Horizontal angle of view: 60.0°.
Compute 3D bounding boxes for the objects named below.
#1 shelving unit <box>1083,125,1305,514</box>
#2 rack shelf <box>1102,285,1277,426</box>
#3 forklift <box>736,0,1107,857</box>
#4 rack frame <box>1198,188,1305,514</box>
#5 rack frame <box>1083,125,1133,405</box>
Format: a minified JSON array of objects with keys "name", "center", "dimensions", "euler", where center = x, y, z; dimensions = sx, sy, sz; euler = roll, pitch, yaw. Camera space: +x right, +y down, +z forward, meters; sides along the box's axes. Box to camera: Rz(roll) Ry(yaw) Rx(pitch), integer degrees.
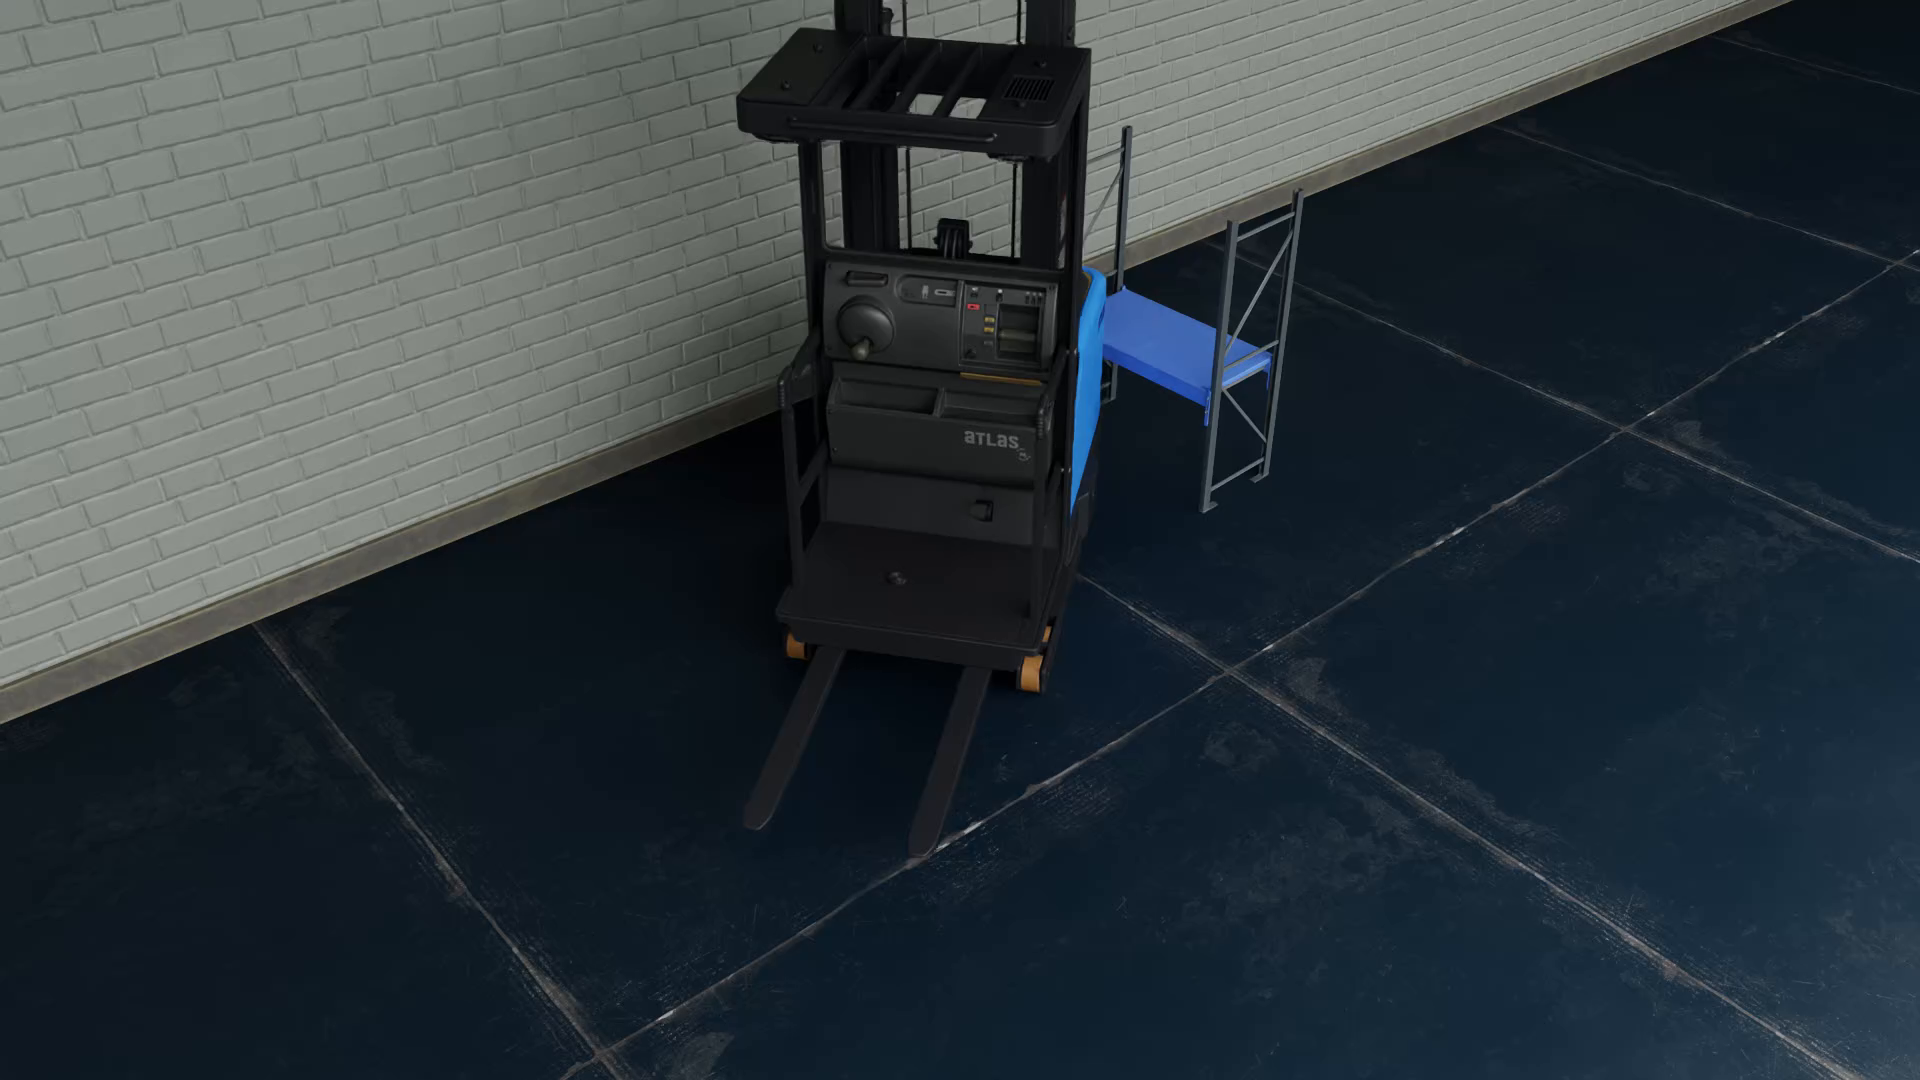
[{"name":"shelving unit","center":[0.982,-1.056,7.944],"dimensions":[0.538,1.500,1.048],"euler":[-29,44,-34]},{"name":"rack shelf","center":[0.982,-0.910,8.048],"dimensions":[0.538,0.185,1.000],"euler":[-29,44,-34]},{"name":"forklift","center":[-0.125,-0.805,6.351],"dimensions":[1.130,2.935,3.031],"euler":[7,36,10]},{"name":"rack frame","center":[1.330,-0.842,7.642],"dimensions":[0.500,1.500,0.032],"euler":[-29,44,-34]},{"name":"rack frame","center":[0.634,-1.271,8.246],"dimensions":[0.500,1.500,0.032],"euler":[-29,44,-34]}]
